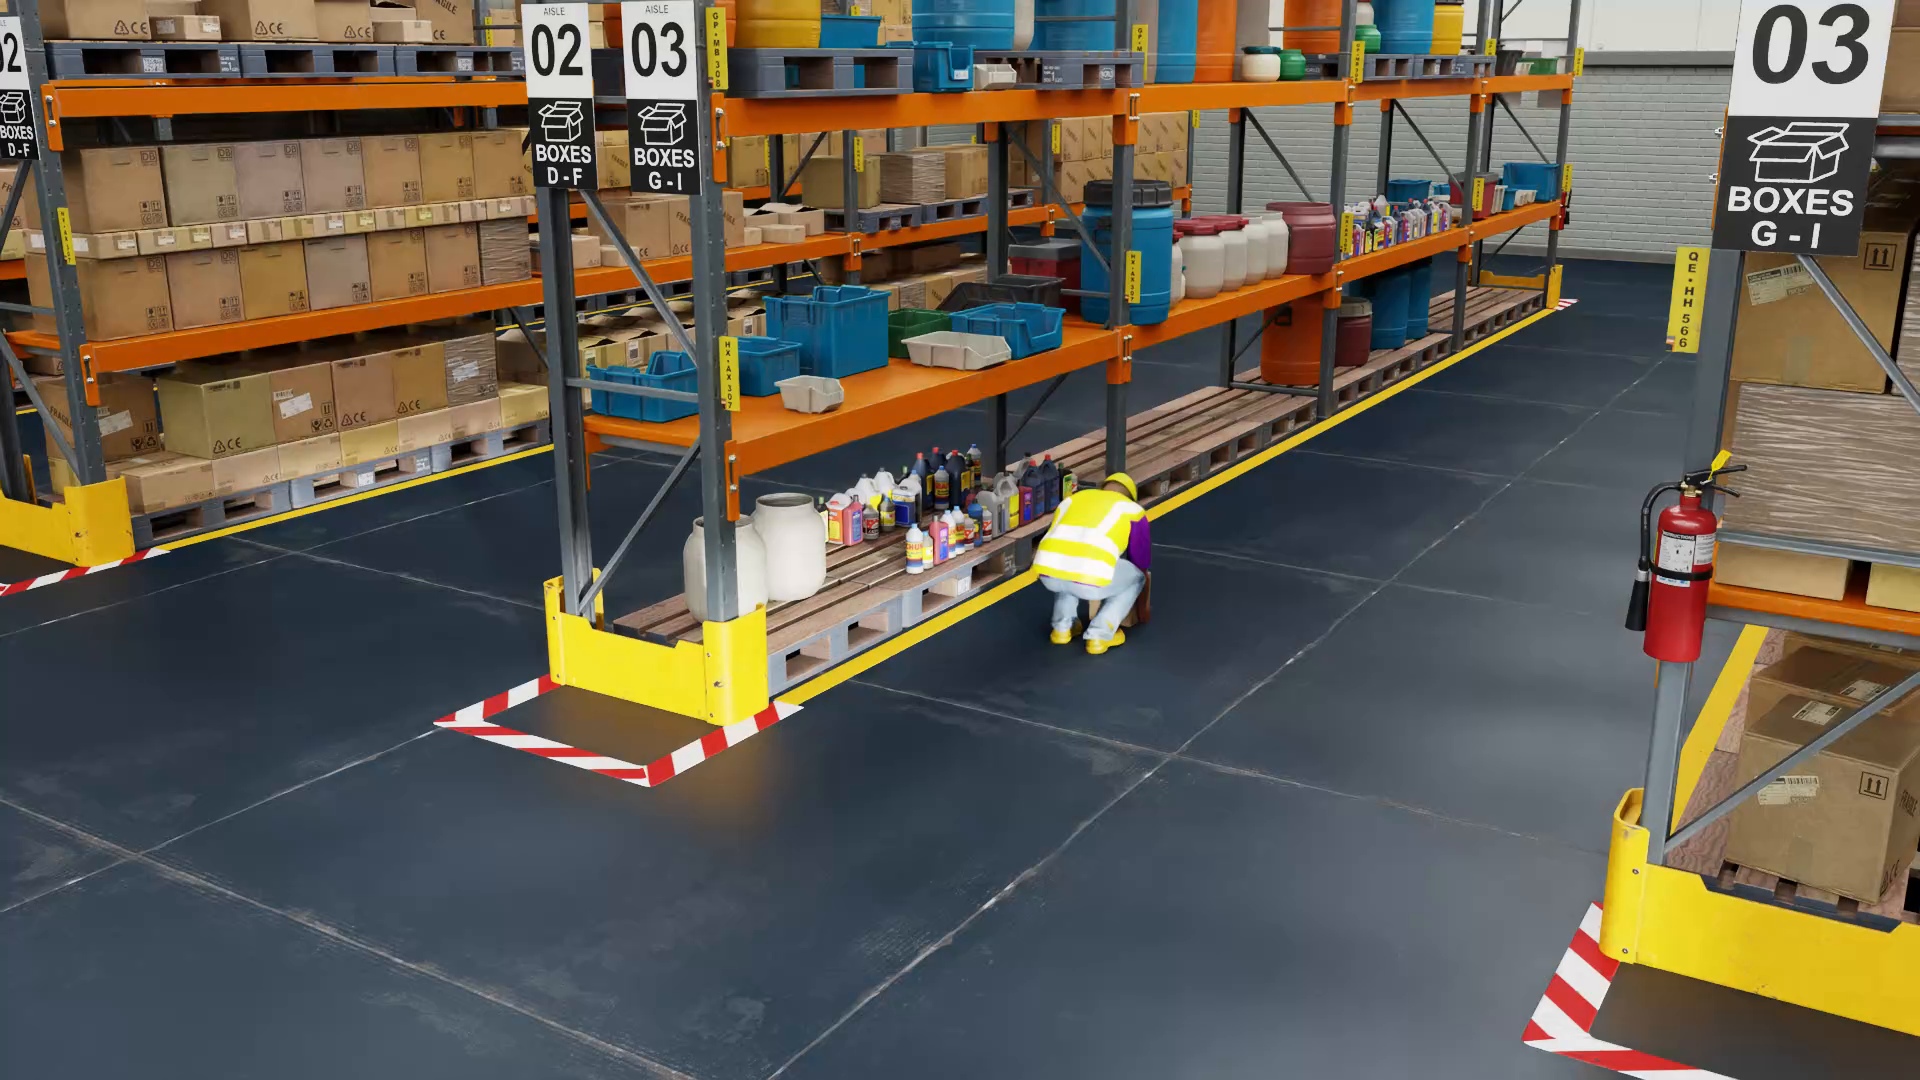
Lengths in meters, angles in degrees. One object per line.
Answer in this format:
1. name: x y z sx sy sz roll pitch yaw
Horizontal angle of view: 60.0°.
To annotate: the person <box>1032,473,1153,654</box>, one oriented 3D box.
1. person: 0.708 0.148 8.854 0.541 0.878 0.937 9 19 29
